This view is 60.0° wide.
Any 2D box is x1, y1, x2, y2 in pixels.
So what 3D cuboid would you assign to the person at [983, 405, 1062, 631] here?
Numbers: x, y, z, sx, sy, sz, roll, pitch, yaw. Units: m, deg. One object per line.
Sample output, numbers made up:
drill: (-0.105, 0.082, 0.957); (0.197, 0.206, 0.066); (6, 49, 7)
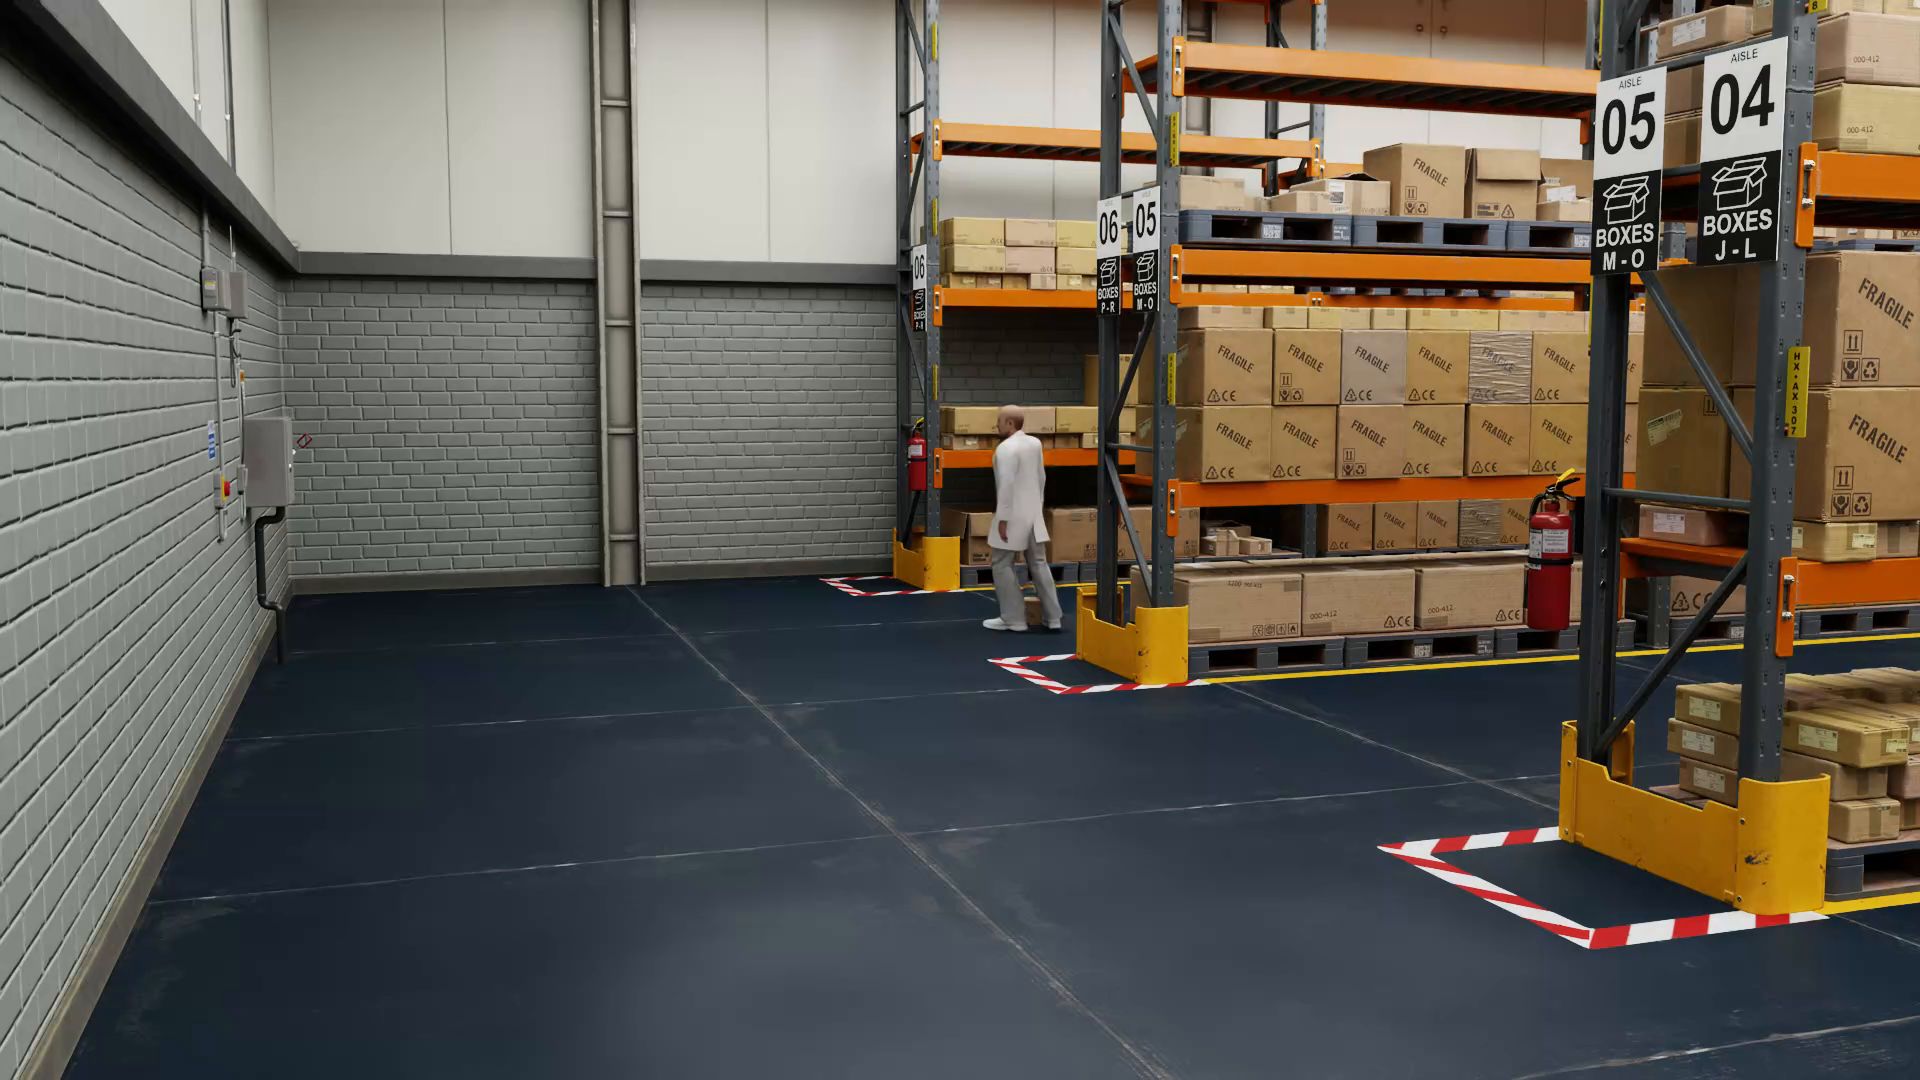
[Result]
person: (0.494, -0.168, 12.978); (0.630, 1.767, 0.597); (5, 7, 39)
